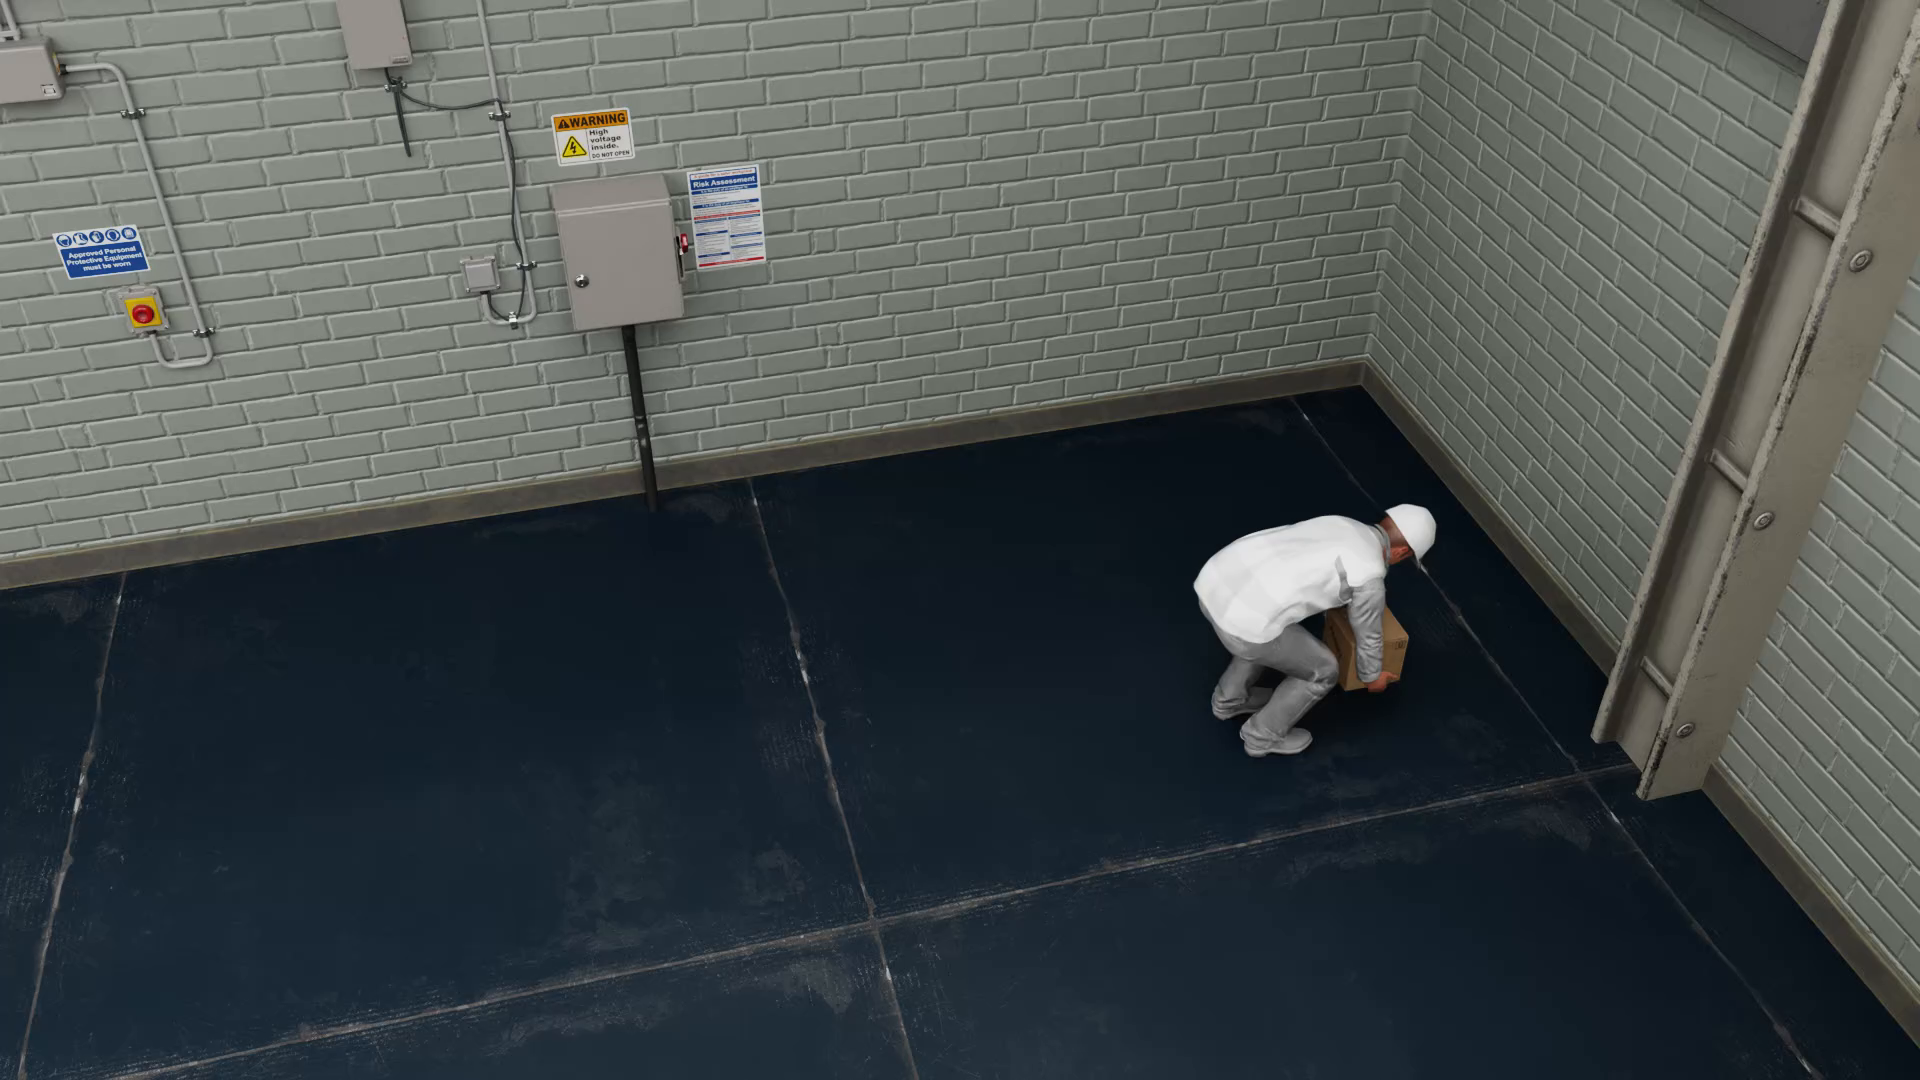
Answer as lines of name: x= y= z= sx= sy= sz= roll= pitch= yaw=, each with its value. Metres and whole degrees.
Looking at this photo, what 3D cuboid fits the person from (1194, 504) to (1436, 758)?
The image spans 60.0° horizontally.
person: x=1.435 y=0.361 z=6.827 sx=0.997 sy=1.040 sz=0.503 roll=-11 pitch=39 yaw=-14
